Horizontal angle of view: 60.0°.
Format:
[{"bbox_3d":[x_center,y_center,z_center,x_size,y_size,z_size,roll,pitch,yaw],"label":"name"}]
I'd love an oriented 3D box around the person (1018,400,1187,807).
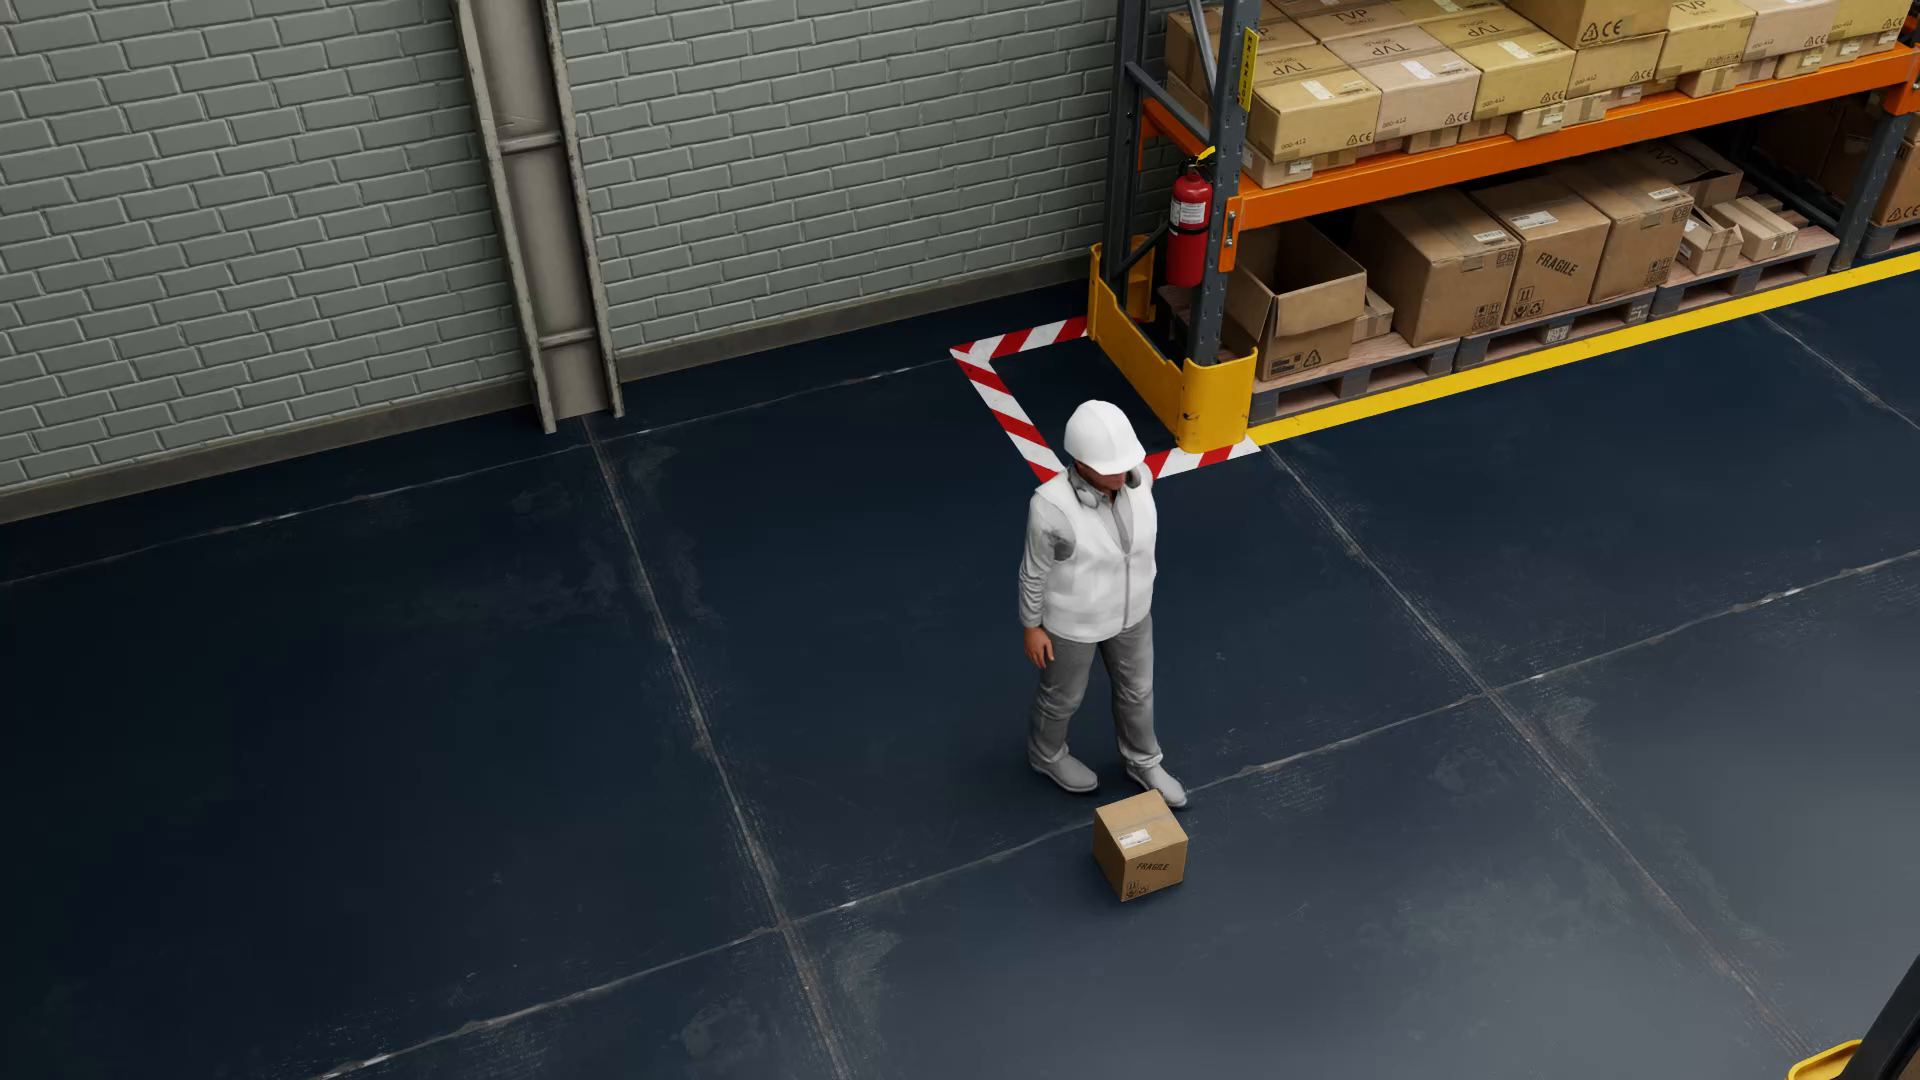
[{"bbox_3d":[0.526,0.284,5.811,0.565,1.774,0.590,-25,47,-26],"label":"person"}]
